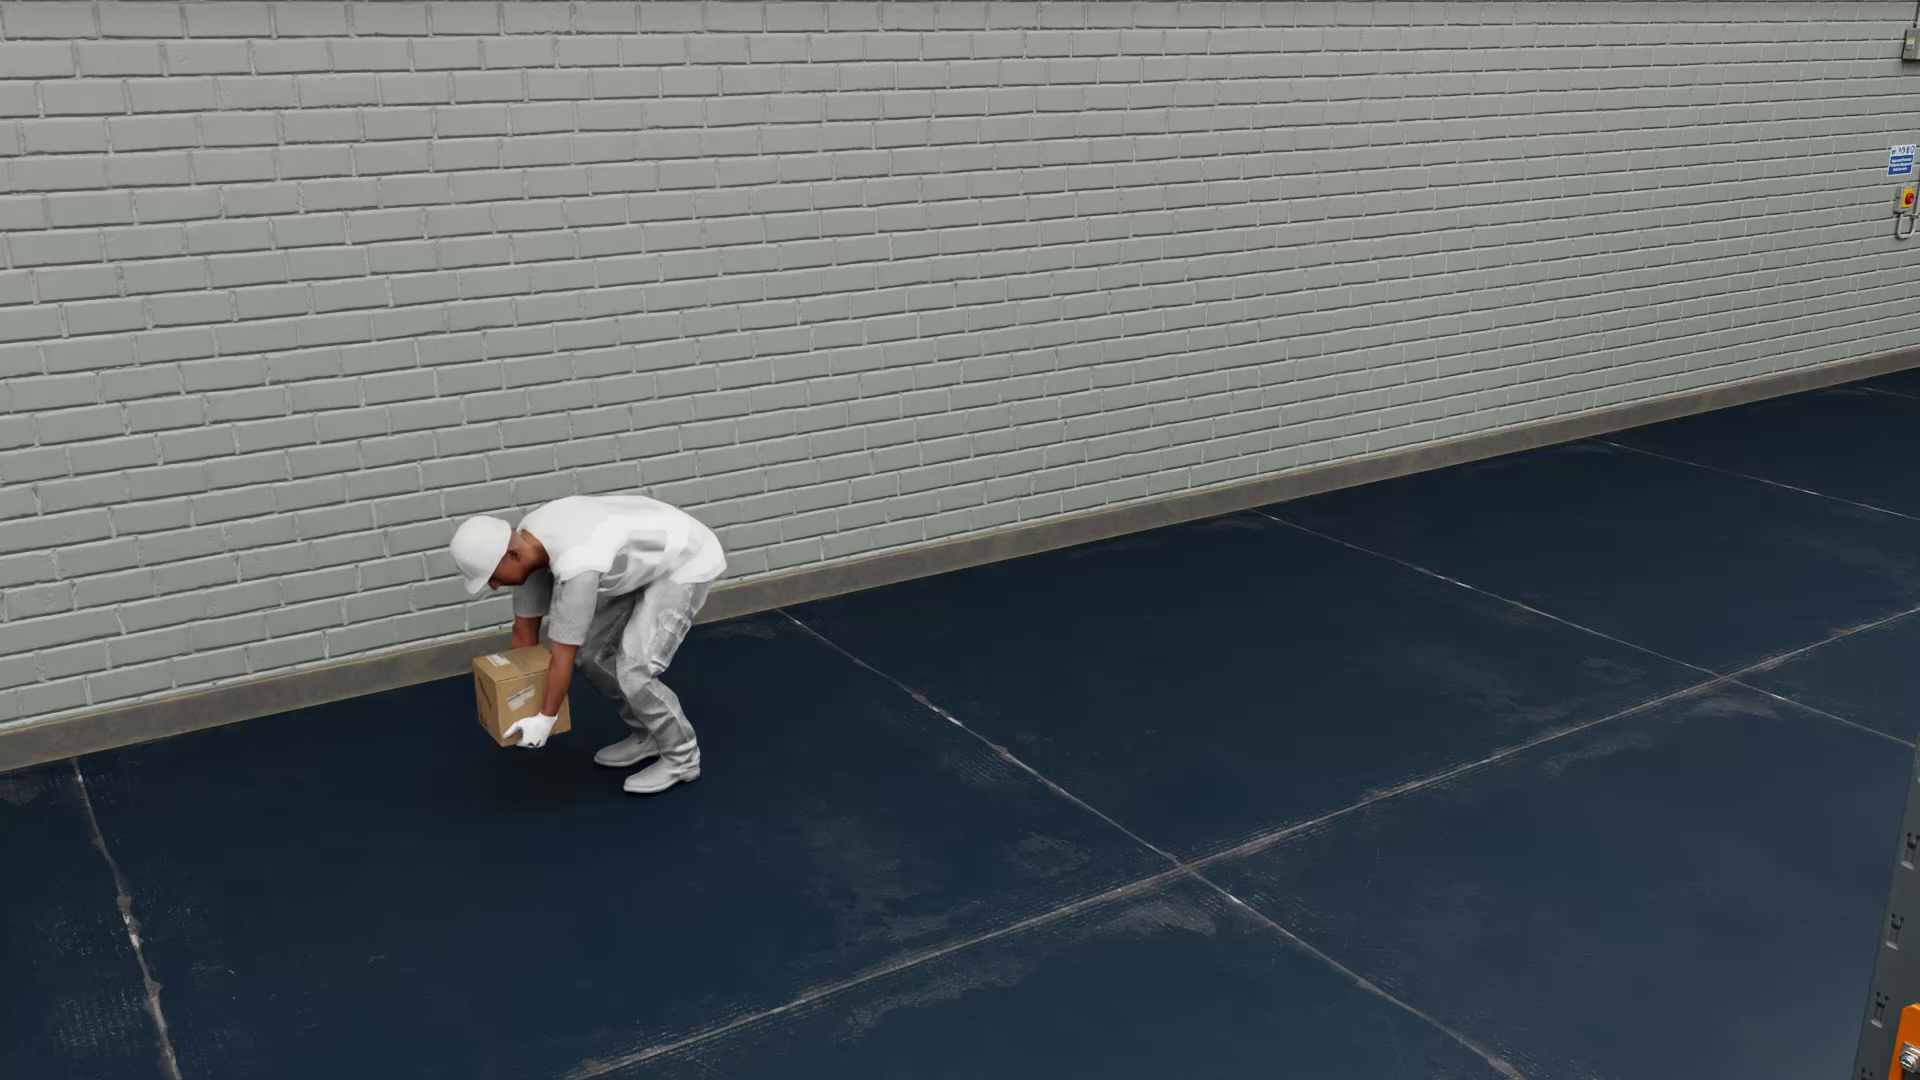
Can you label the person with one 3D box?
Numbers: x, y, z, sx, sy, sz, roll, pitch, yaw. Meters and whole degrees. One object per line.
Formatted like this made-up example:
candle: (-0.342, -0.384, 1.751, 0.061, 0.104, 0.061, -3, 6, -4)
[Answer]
person: (-1.304, 0.376, 5.960, 0.976, 1.104, 0.534, -13, 22, -34)
